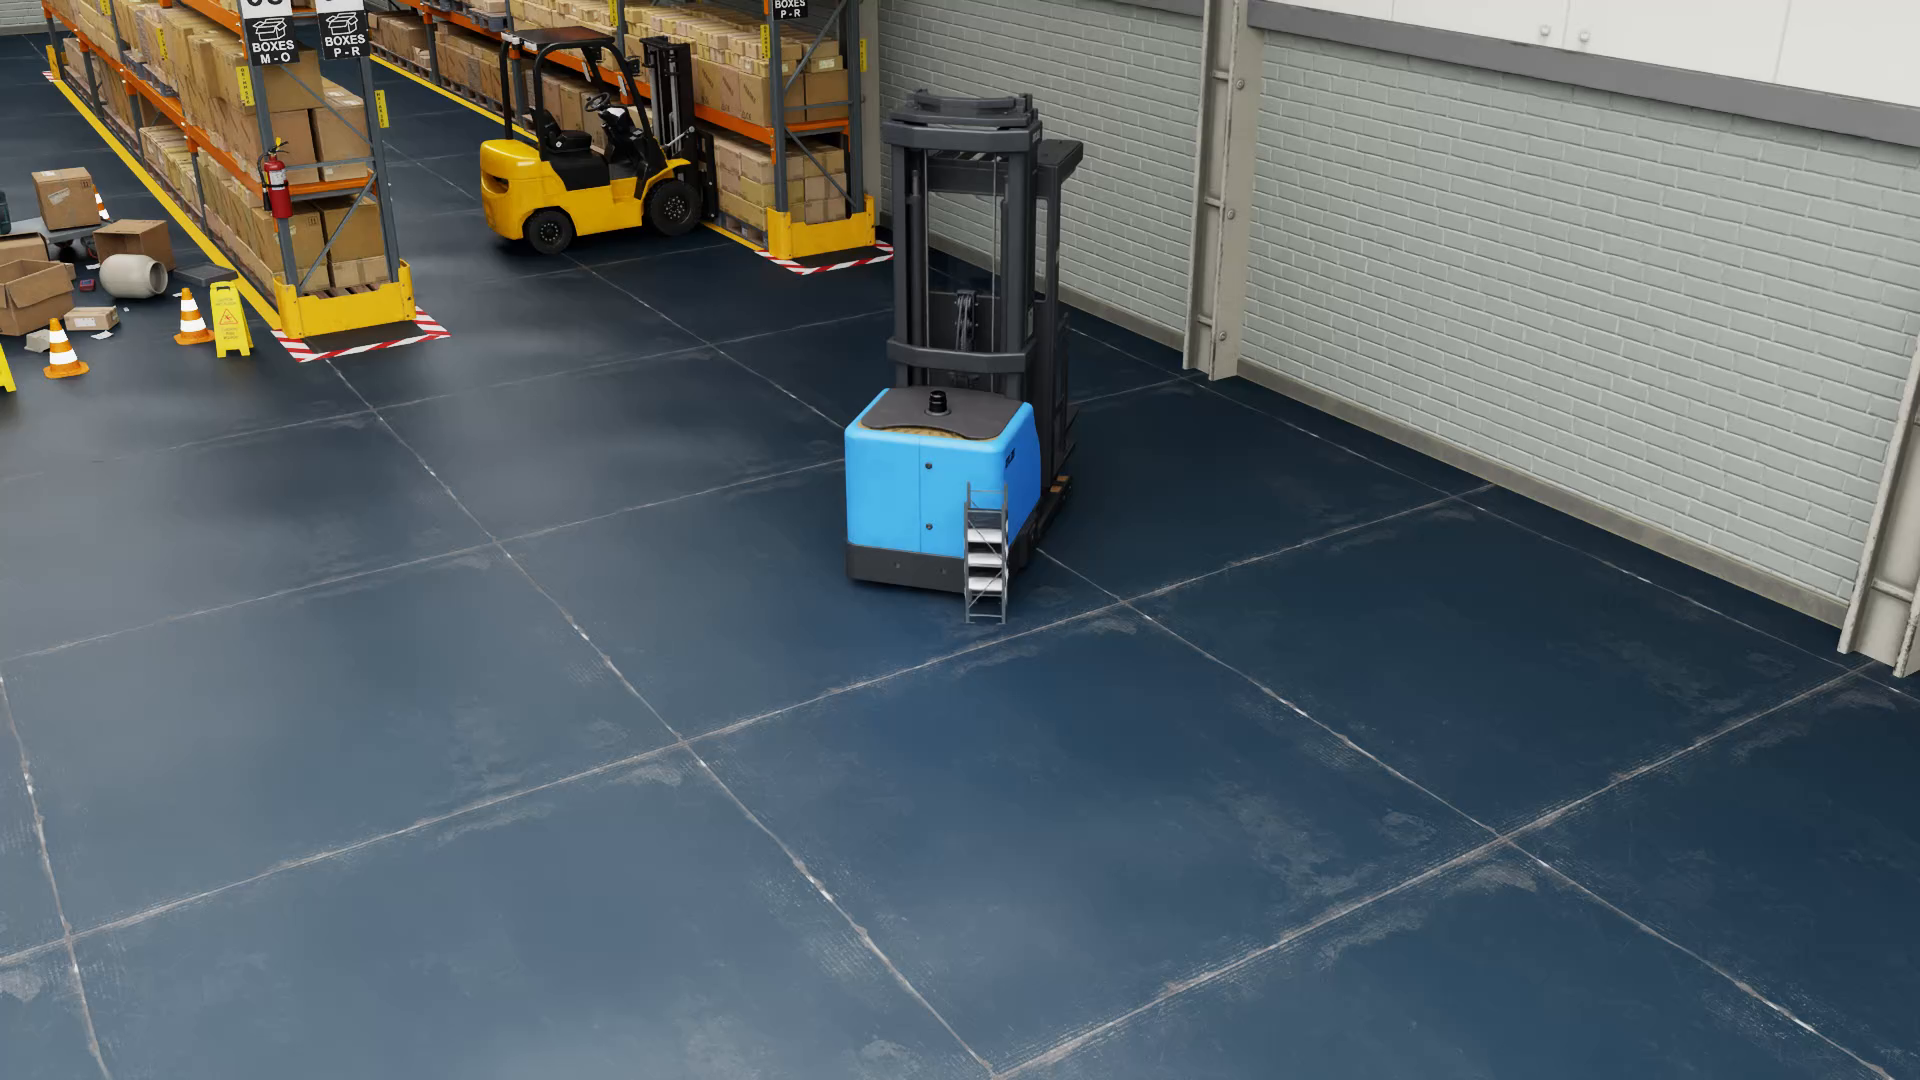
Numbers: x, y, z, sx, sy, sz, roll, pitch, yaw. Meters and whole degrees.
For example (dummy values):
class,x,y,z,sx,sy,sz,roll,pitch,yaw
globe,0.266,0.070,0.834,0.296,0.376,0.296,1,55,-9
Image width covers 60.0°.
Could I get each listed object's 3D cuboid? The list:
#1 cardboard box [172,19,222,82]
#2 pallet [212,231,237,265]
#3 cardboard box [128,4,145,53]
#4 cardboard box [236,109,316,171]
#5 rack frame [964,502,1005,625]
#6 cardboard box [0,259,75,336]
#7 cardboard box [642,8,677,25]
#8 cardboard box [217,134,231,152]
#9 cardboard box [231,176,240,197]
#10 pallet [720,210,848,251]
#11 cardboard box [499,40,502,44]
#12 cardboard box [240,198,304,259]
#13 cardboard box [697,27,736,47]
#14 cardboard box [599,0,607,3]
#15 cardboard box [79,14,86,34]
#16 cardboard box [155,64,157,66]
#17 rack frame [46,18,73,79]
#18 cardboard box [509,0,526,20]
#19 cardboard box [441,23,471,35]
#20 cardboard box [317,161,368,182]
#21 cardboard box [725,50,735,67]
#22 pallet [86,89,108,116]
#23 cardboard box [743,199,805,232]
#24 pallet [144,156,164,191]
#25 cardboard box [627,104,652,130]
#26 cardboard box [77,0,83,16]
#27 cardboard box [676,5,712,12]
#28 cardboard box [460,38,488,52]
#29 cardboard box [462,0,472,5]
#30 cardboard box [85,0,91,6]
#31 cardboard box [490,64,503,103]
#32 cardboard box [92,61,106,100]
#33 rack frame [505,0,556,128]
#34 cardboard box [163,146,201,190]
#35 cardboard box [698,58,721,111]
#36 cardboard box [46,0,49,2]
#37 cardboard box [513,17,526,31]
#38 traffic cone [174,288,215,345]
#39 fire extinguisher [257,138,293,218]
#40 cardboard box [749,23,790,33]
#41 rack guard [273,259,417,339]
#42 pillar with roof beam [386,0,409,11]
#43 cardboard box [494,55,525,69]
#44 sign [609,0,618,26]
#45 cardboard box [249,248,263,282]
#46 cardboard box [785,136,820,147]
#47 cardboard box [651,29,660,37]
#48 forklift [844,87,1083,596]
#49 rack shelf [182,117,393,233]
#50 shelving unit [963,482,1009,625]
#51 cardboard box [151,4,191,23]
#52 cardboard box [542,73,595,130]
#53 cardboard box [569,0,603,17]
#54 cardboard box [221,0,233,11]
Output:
class,x,y,z,sx,sy,sz,roll,pitch,yaw
cardboard box,-7.259,-4.824,16.319,0.700,0.500,0.500,-16,30,-31
pallet,-7.434,-3.281,17.953,1.003,0.211,1.213,-16,29,-30
cardboard box,-9.376,-5.986,19.459,0.500,0.500,0.500,-15,29,-29
cardboard box,-6.173,-3.653,15.009,0.500,0.500,0.500,-16,30,-30
rack frame,0.149,0.147,9.900,0.240,0.900,0.006,2,36,5
cardboard box,-8.726,-2.253,15.432,0.637,0.503,0.797,7,26,15
cardboard box,-3.514,-6.153,19.546,0.380,0.149,0.250,-15,29,-29
cardboard box,-7.075,-3.930,16.355,0.380,0.149,0.250,-16,29,-30
cardboard box,-6.836,-3.449,16.133,0.380,0.149,0.250,-14,29,-27
pallet,-1.942,-3.504,18.425,1.003,0.211,1.213,-16,29,-30
cardboard box,-6.855,-7.629,25.573,0.380,0.149,0.250,-15,29,-29
cardboard box,-6.590,-3.040,16.027,0.500,0.500,0.500,-14,29,-28
cardboard box,-2.642,-5.486,18.133,0.380,0.149,0.250,-15,29,-29
cardboard box,-4.478,-7.002,21.693,0.380,0.149,0.250,-15,29,-29
cardboard box,-11.894,-7.164,23.087,0.500,0.250,0.500,-16,30,-31
cardboard box,-8.887,-5.338,18.847,0.380,0.149,0.250,-16,29,-30
rack frame,-14.381,-9.066,26.941,1.000,3.000,0.127,-16,29,-30
cardboard box,-5.840,-7.299,22.789,0.500,0.250,0.500,-16,29,-30
cardboard box,-7.885,-8.009,26.029,0.380,0.149,0.250,-17,30,-32
cardboard box,-5.658,-3.399,15.231,0.380,0.149,0.250,-15,29,-29
cardboard box,-2.294,-5.181,17.835,0.380,0.149,0.250,-16,30,-30
pallet,-12.547,-6.665,25.120,1.003,0.211,1.213,-16,29,-30
cardboard box,-2.011,-3.542,17.969,0.500,0.250,0.500,-15,29,-29
pallet,-9.588,-4.664,20.882,1.003,0.211,1.213,-16,29,-30
cardboard box,-3.672,-5.084,20.065,0.500,0.250,0.500,-16,30,-30
cardboard box,-11.885,-7.391,22.982,0.500,0.250,0.500,-15,29,-29
cardboard box,-3.143,-6.262,19.775,0.380,0.149,0.250,-16,30,-31
cardboard box,-7.435,-7.593,25.497,0.380,0.149,0.250,-16,29,-30
cardboard box,-6.903,-8.140,24.366,0.797,0.503,0.637,-16,30,-31
cardboard box,-11.337,-7.369,22.059,0.500,0.500,0.500,-16,30,-30
cardboard box,-6.532,-6.705,24.375,0.500,0.500,0.500,-16,30,-30
cardboard box,-12.450,-6.916,24.896,0.875,0.438,0.875,-16,30,-30
rack frame,-5.857,-7.363,23.333,1.000,3.000,0.127,-16,29,-30
cardboard box,-8.895,-4.467,19.785,0.950,0.372,0.625,-14,29,-28
cardboard box,-2.534,-5.032,18.279,0.500,0.500,0.500,-16,30,-31
cardboard box,-14.060,-8.698,26.045,0.500,0.500,0.500,-16,30,-30
cardboard box,-5.819,-7.079,22.908,0.500,0.250,0.500,-15,29,-29
traffic cone,-6.962,-2.049,15.049,0.336,0.463,0.334,-16,29,-30
fire extinguisher,-5.970,-3.160,14.520,0.296,0.674,0.183,-16,29,-30
cardboard box,-2.112,-5.634,18.446,0.380,0.149,0.250,-16,30,-31
rack guard,-5.688,-2.240,15.409,1.175,0.500,0.348,-16,29,-30
pillar with roof beam,-14.547,-13.108,28.476,9.100,9.000,0.400,-16,29,-30
cardboard box,-6.513,-6.924,24.079,0.380,0.149,0.250,-17,30,-32
sign,-4.122,-6.290,19.797,0.100,0.325,0.005,-16,29,-30
cardboard box,-6.589,-2.703,16.192,0.500,0.250,0.500,-15,29,-29
cardboard box,-1.869,-4.294,18.390,0.500,0.250,0.500,-15,29,-29
cardboard box,-3.339,-5.811,19.168,0.380,0.149,0.250,-15,29,-28
forklift,0.175,-1.582,11.167,1.130,2.935,3.031,7,26,15
rack shelf,-6.738,-3.733,16.487,1.077,0.370,4.000,-16,29,-30
shelving unit,0.158,0.087,9.982,0.258,0.900,0.210,2,36,5
cardboard box,-8.658,-5.793,18.290,0.380,0.149,0.250,-17,30,-31
cardboard box,-5.164,-6.021,22.779,0.875,0.625,0.625,-14,29,-28
cardboard box,-4.768,-6.791,21.245,0.380,0.149,0.250,-15,29,-29
cardboard box,-6.239,-4.730,14.536,0.380,0.149,0.250,-15,29,-29
